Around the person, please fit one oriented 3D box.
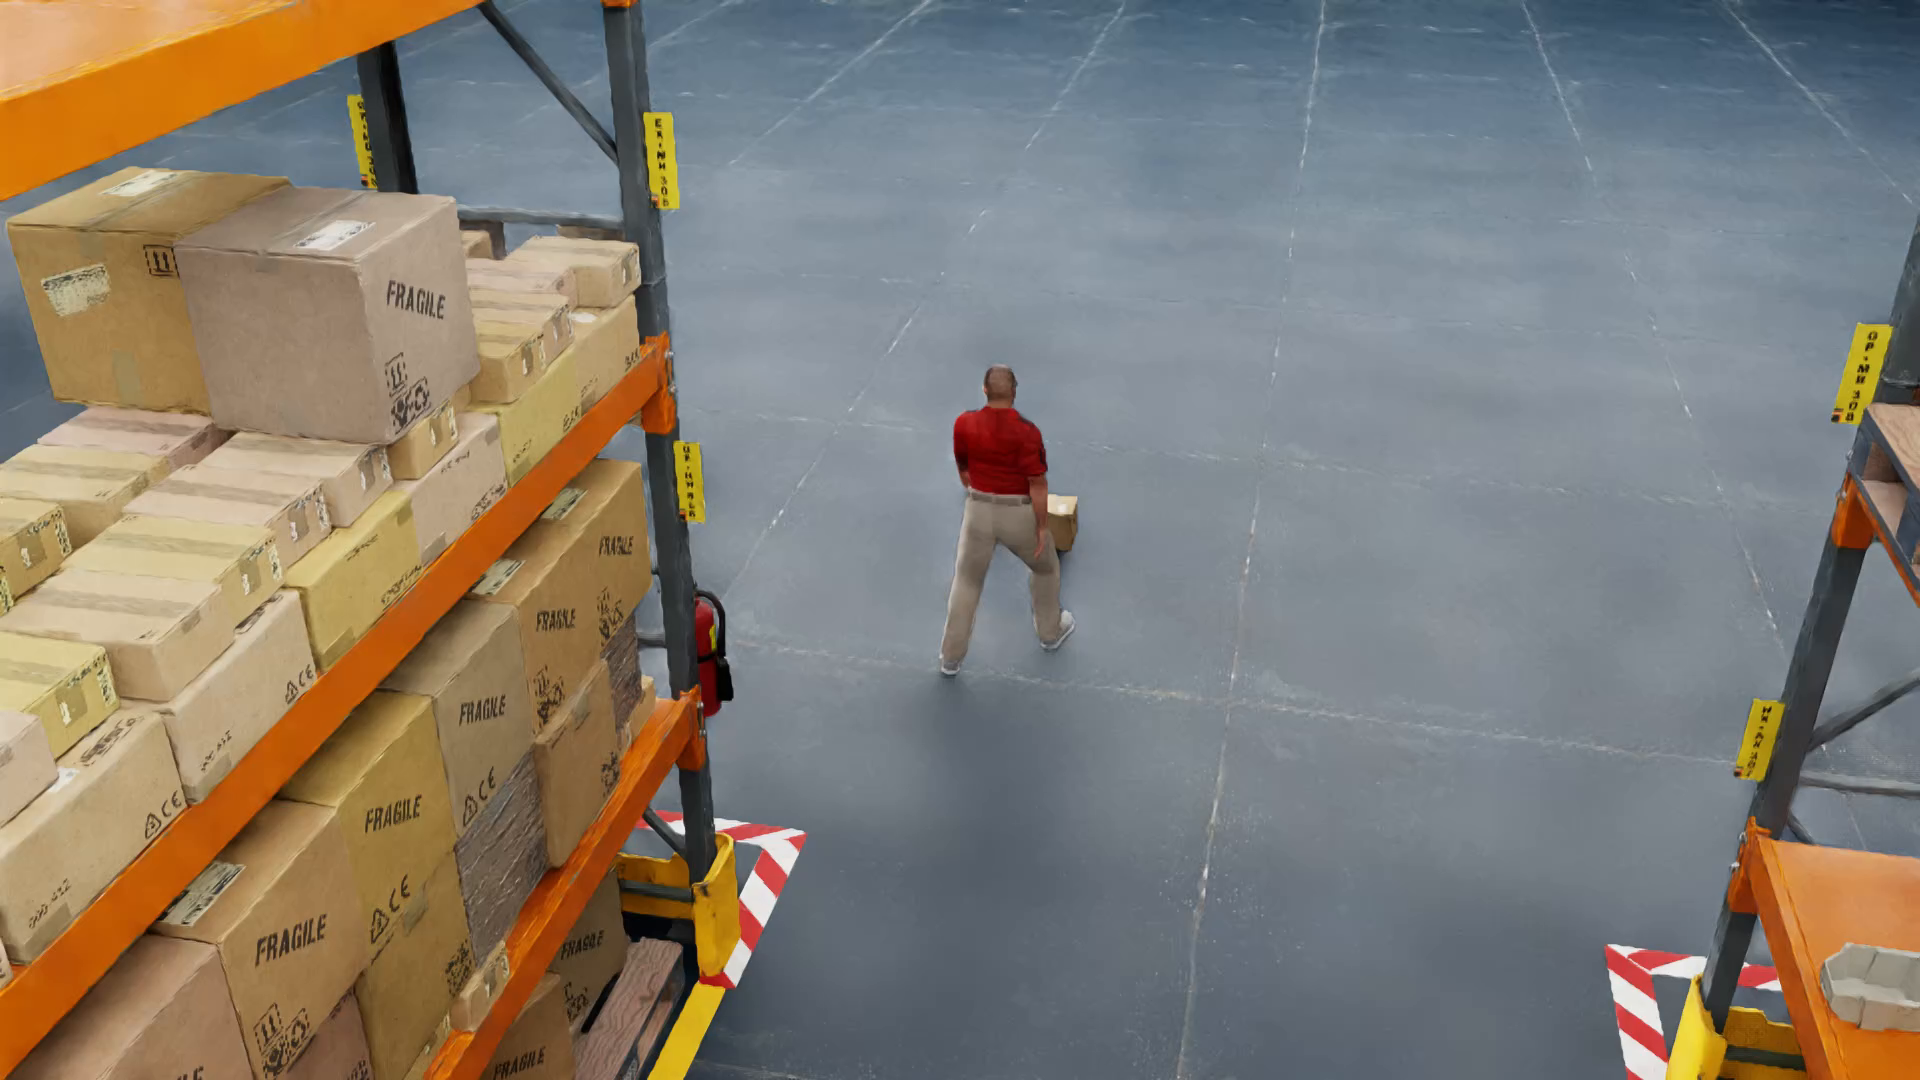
[{"bbox_3d":[0.245,-0.133,8.908,0.620,1.683,0.800,11,30,19],"label":"person"}]
